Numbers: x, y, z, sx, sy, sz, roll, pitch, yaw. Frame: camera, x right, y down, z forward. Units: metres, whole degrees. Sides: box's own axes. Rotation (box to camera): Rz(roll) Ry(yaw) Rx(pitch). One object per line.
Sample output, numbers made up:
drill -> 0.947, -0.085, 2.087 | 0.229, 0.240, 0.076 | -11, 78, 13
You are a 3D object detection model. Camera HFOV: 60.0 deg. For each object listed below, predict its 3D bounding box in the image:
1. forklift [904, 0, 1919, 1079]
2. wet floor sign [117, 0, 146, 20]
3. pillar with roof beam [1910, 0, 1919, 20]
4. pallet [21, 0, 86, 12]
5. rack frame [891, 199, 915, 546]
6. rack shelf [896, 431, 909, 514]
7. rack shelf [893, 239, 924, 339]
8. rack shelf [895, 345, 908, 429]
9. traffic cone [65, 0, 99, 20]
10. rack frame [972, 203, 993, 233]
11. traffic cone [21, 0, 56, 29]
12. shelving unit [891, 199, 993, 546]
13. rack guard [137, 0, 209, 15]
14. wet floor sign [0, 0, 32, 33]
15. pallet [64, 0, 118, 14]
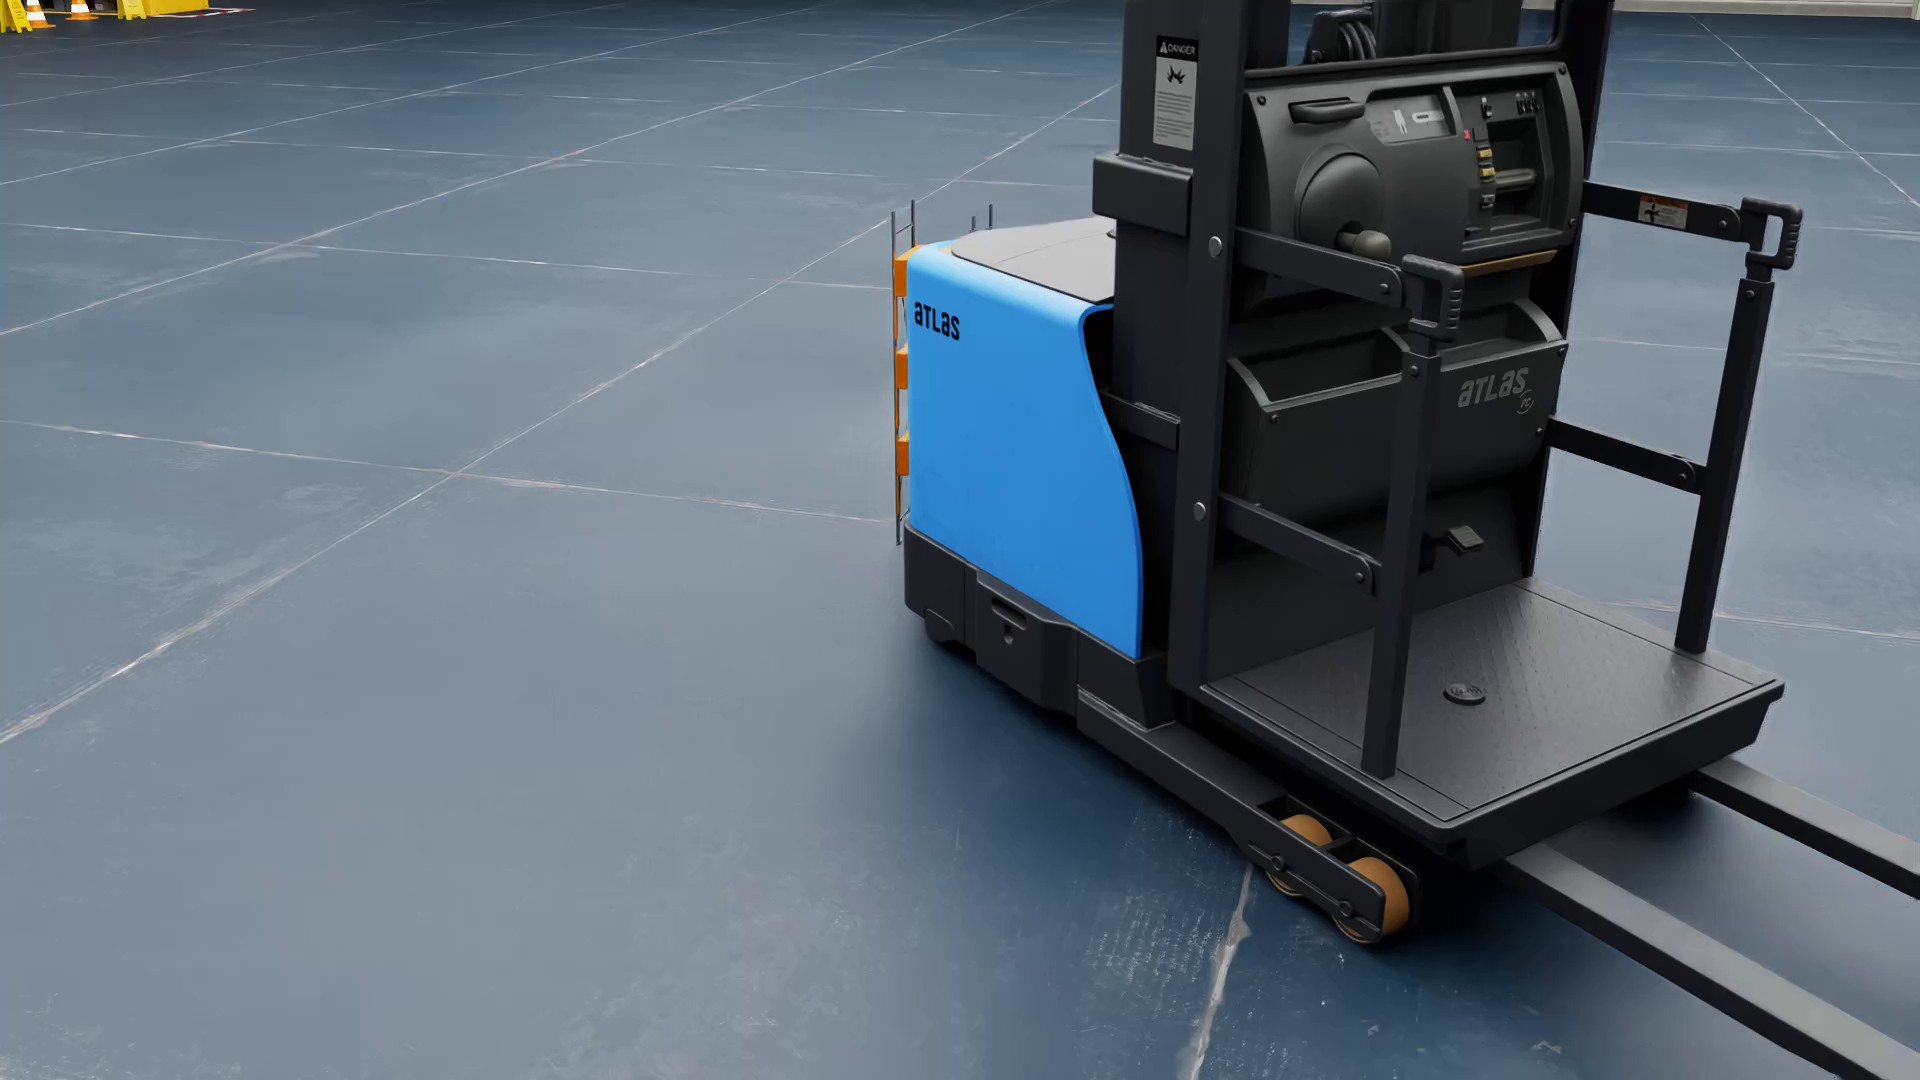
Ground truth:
forklift -> 1.075, -0.759, 3.258 | 1.130, 2.935, 3.031 | -14, 26, -31
wet floor sign -> -11.126, -7.304, 22.227 | 0.232, 0.644, 0.267 | 16, 27, 34
pillar with roof beam -> 11.759, -9.591, 16.795 | 0.400, 9.000, 9.100 | 7, 23, 16
pallet -> -13.003, -7.758, 23.905 | 1.213, 0.211, 1.003 | 7, 23, 16
rack frame -> -0.168, -0.505, 5.118 | 0.008, 1.050, 0.200 | 7, 23, 15
rack shelf -> -0.051, -0.225, 5.195 | 0.240, 0.259, 0.215 | 7, 23, 15
rack shelf -> -0.051, -0.744, 4.981 | 0.240, 0.259, 0.215 | 7, 23, 15
rack shelf -> -0.051, -0.482, 5.089 | 0.240, 0.259, 0.215 | 7, 23, 15
traffic cone -> -11.783, -7.208, 22.233 | 0.334, 0.463, 0.336 | 7, 23, 16
rack frame -> 0.066, -0.478, 5.052 | 0.008, 1.050, 0.200 | 7, 23, 15
traffic cone -> -11.778, -6.767, 21.159 | 0.334, 0.463, 0.336 | 7, 23, 16
shelving unit -> -0.051, -0.492, 5.085 | 0.252, 1.050, 0.215 | 7, 23, 15
rack guard -> -11.071, -7.655, 23.274 | 0.348, 0.500, 1.175 | 7, 23, 16
wet floor sign -> -11.732, -6.621, 20.560 | 0.232, 0.644, 0.267 | 3, 22, 6
pallet -> -11.839, -7.623, 23.577 | 1.213, 0.211, 1.003 | 7, 23, 16
